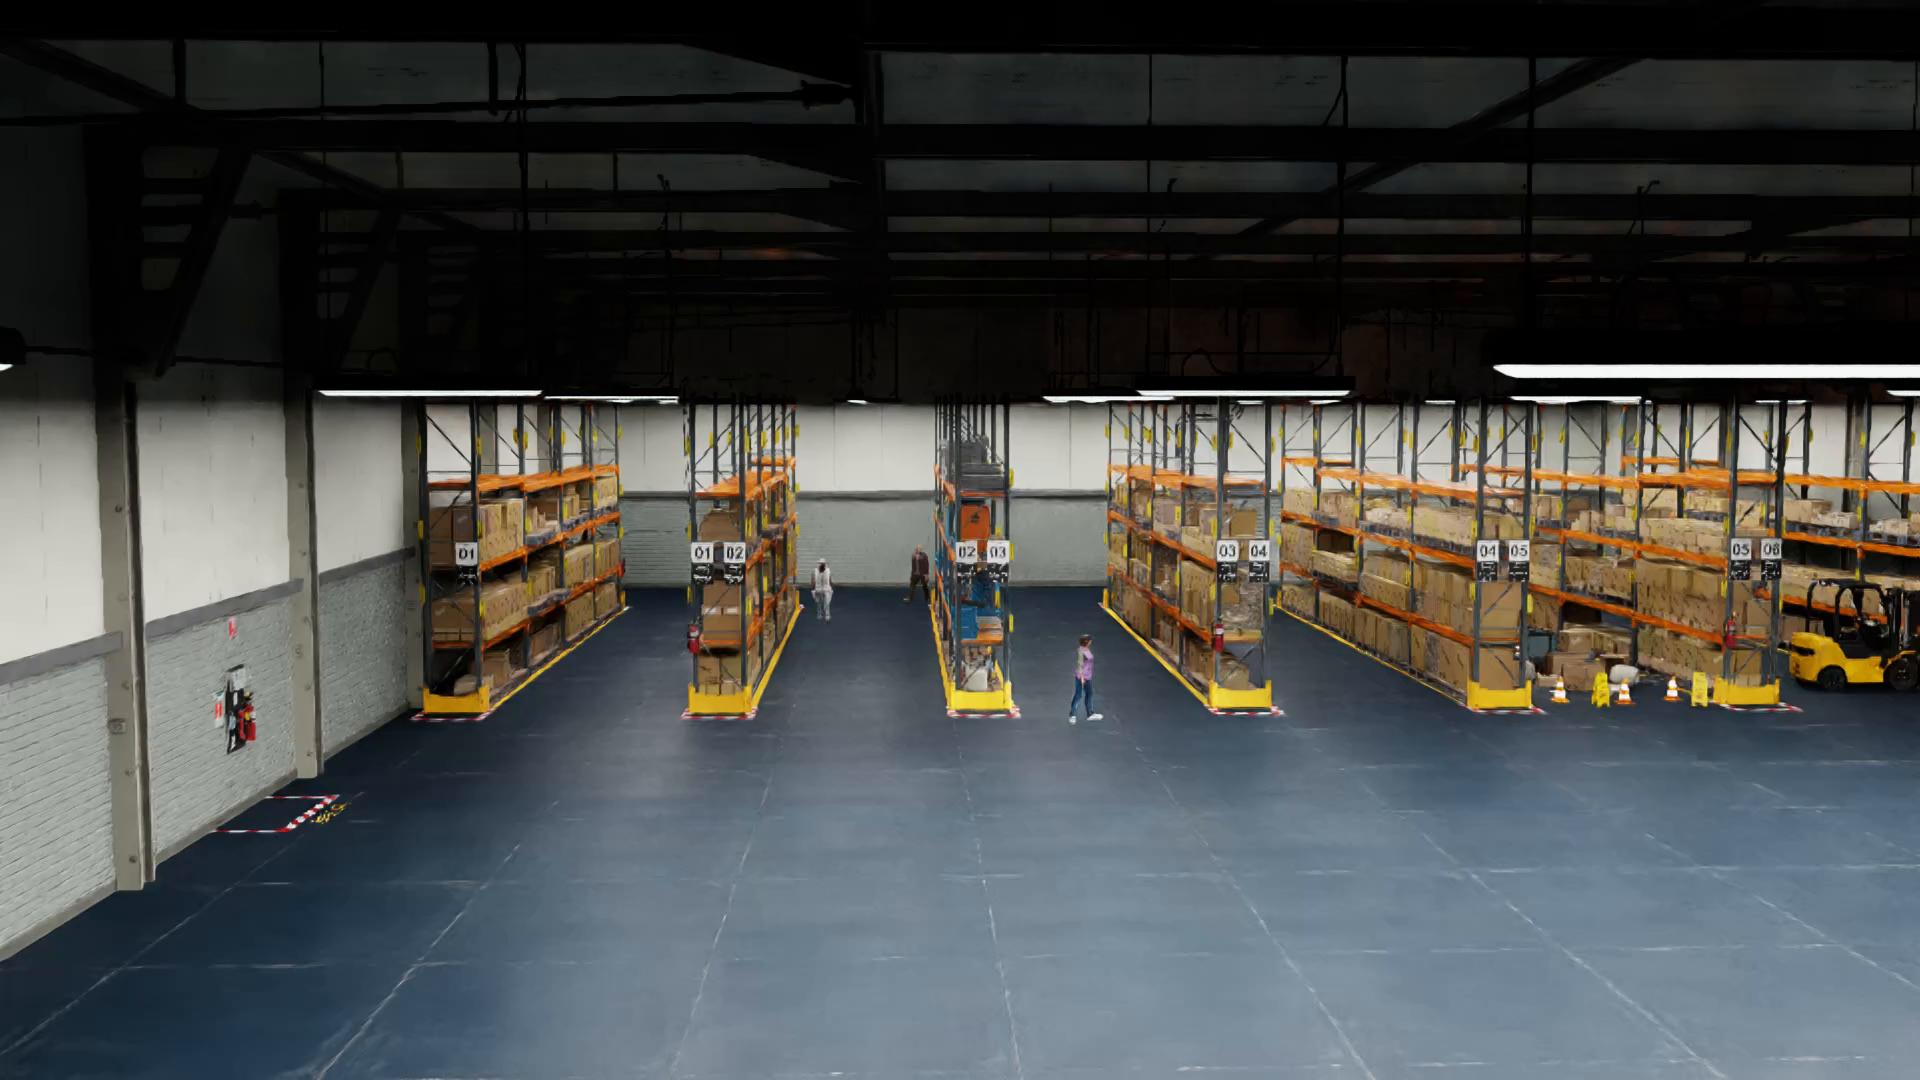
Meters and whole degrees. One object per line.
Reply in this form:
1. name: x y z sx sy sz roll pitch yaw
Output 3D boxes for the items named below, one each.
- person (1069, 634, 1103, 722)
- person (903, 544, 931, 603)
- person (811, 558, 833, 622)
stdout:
1. person: 2.270 2.495 30.228 0.494 1.592 0.618 2 5 28
2. person: -1.201 0.974 48.449 0.624 1.738 1.000 2 5 25
3. person: -3.669 1.313 44.187 0.571 1.701 1.112 0 5 -4
